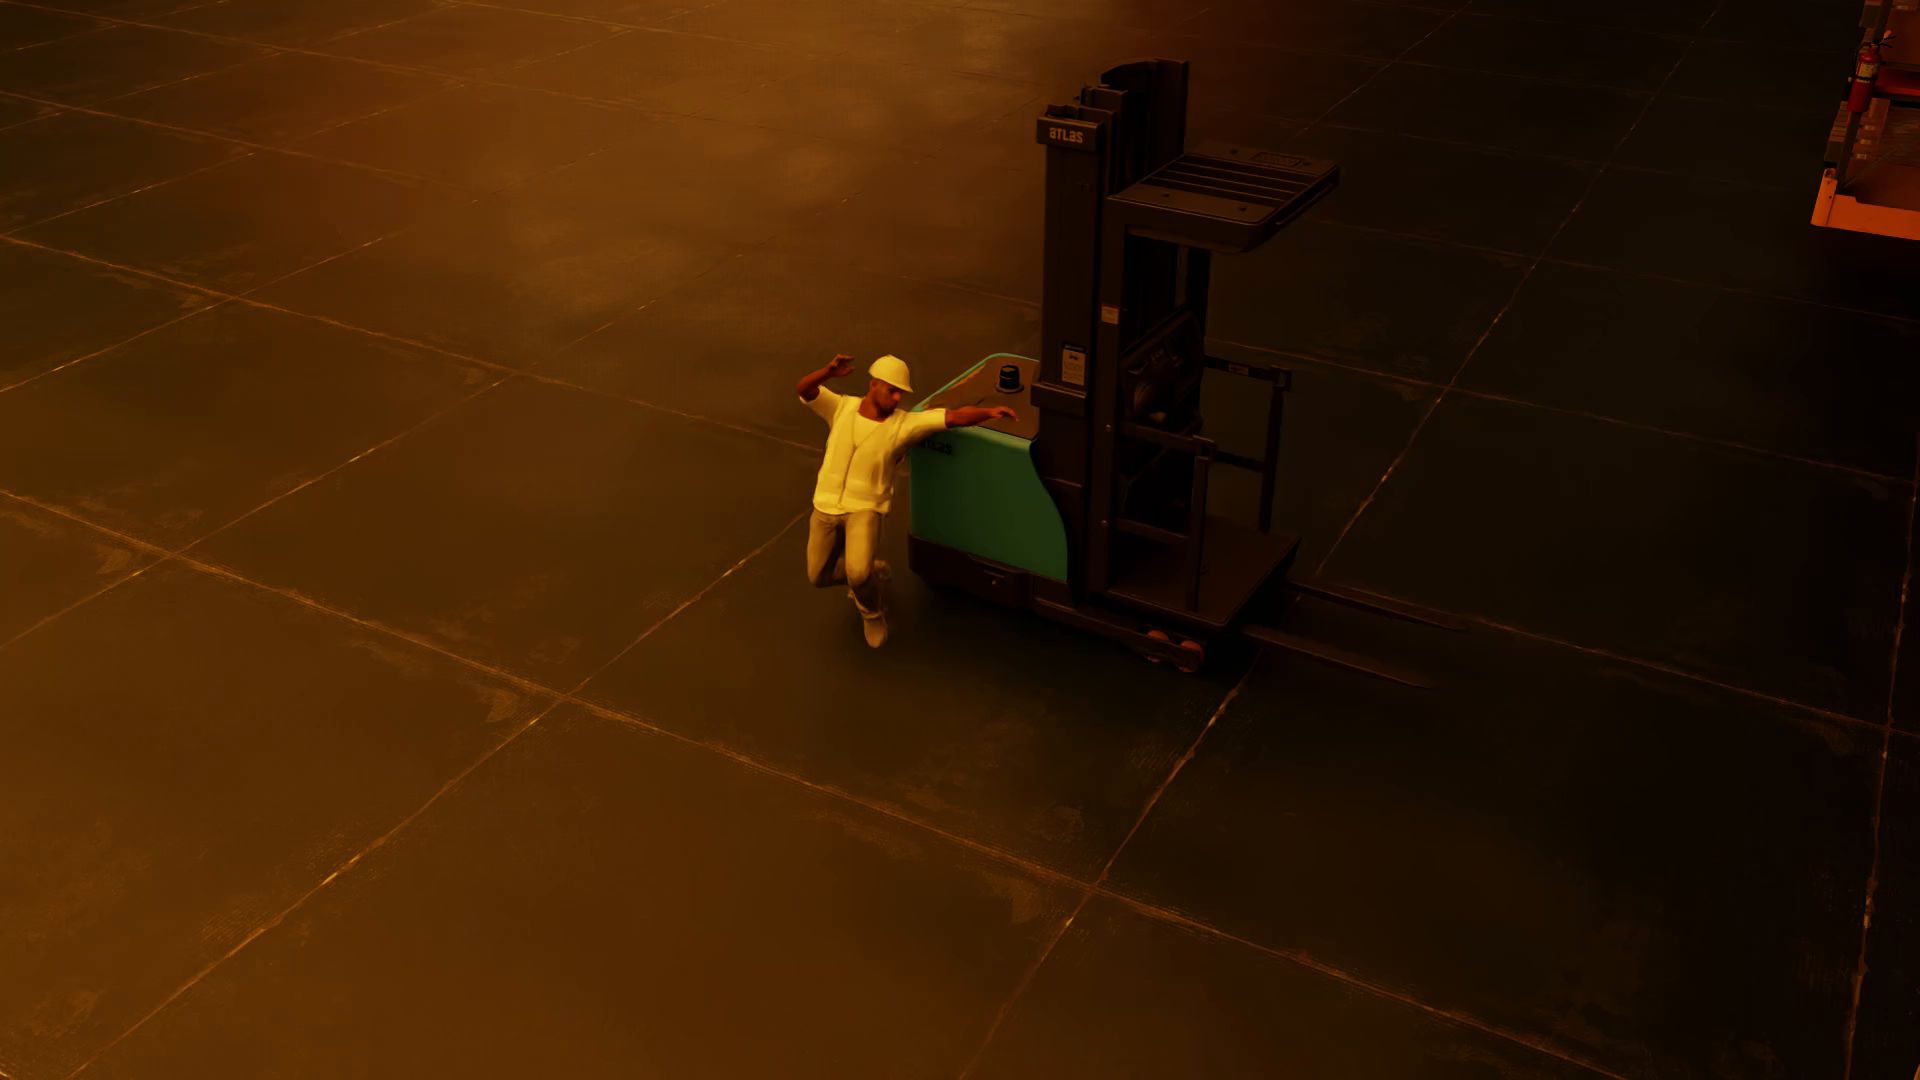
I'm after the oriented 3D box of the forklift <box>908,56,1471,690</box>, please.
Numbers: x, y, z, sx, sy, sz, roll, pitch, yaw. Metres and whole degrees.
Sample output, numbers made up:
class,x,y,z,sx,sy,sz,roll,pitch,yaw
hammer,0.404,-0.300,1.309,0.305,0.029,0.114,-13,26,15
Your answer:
class,x,y,z,sx,sy,sz,roll,pitch,yaw
forklift,1.229,-0.872,8.581,3.031,2.935,1.130,17,34,27

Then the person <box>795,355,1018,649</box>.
class,x,y,z,sx,sy,sz,roll,pitch,yaw
person,-0.331,-0.202,8.768,1.154,1.635,0.842,13,32,21
